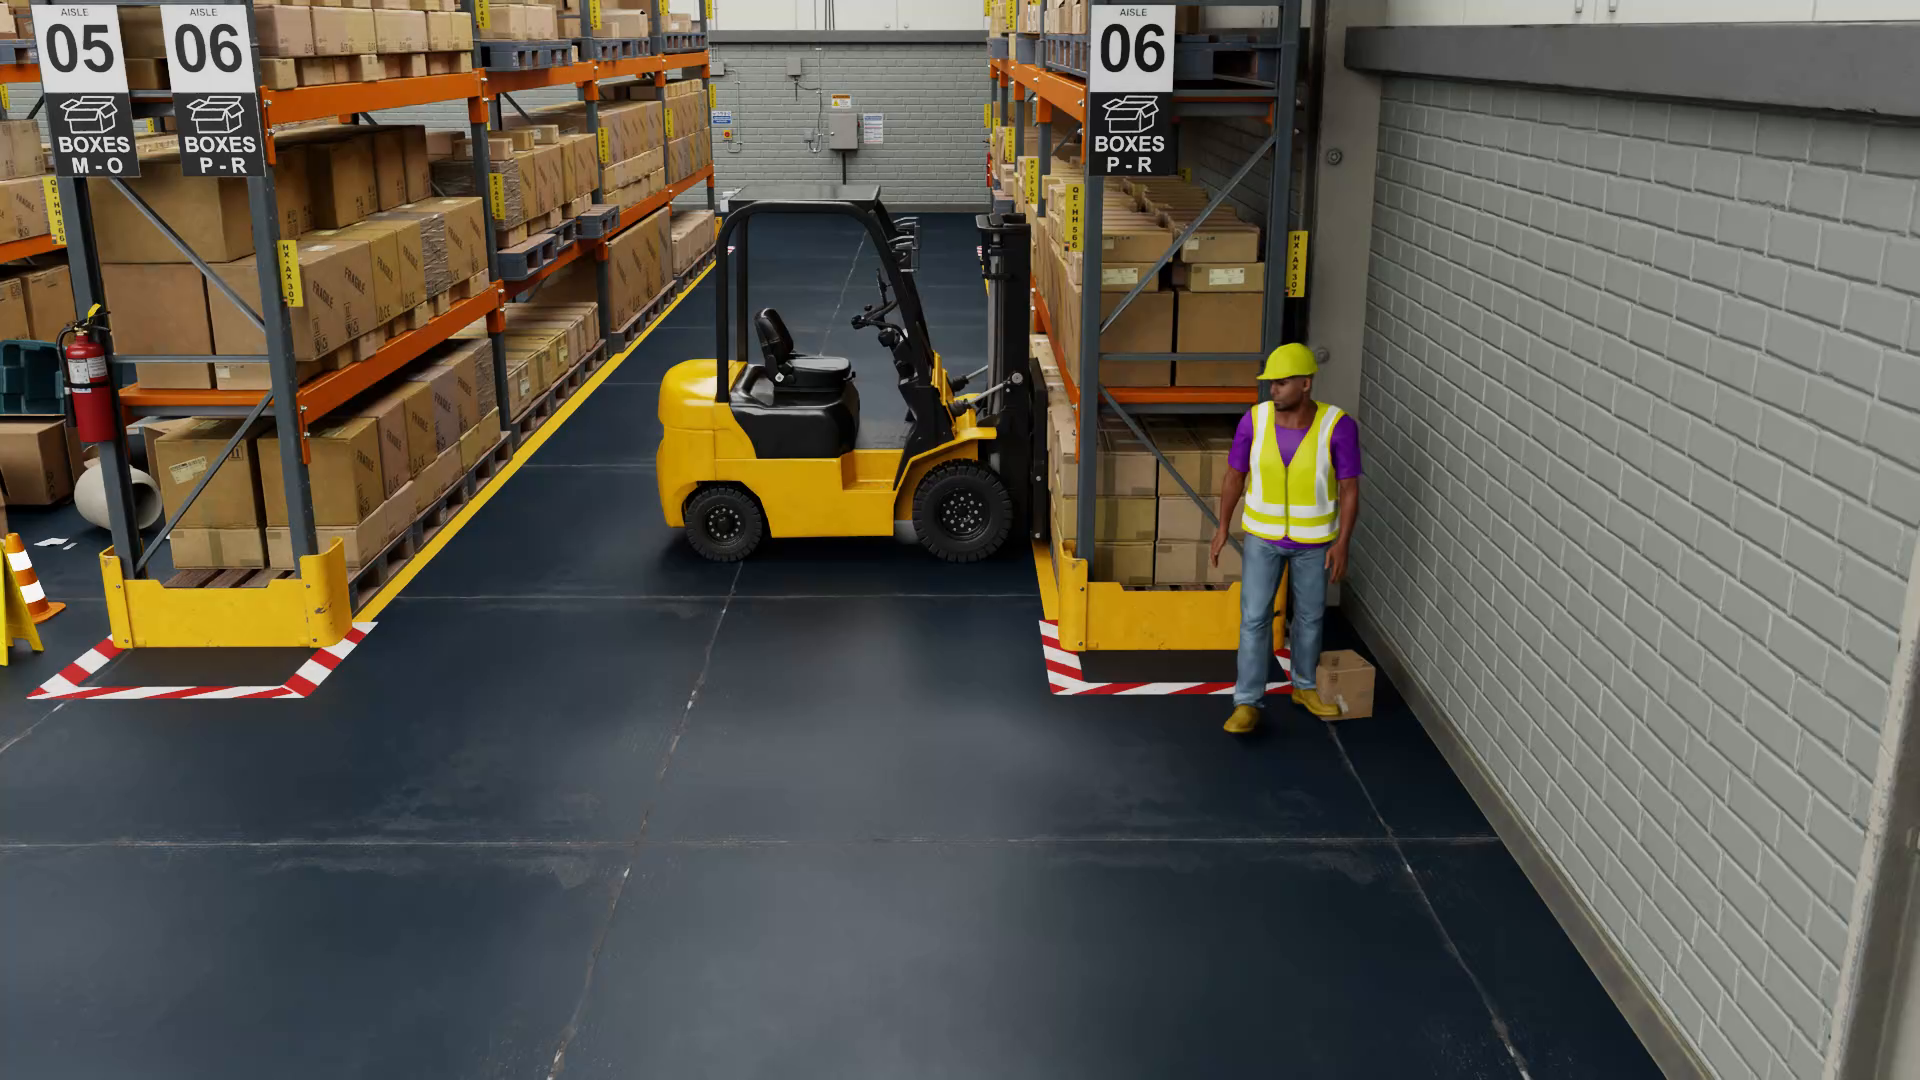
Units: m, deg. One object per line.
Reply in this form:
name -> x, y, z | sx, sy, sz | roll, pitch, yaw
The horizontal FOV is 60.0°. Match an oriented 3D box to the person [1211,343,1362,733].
person -> 1.448, -0.006, 7.462 | 0.647, 1.766, 0.607 | 5, 18, 15
